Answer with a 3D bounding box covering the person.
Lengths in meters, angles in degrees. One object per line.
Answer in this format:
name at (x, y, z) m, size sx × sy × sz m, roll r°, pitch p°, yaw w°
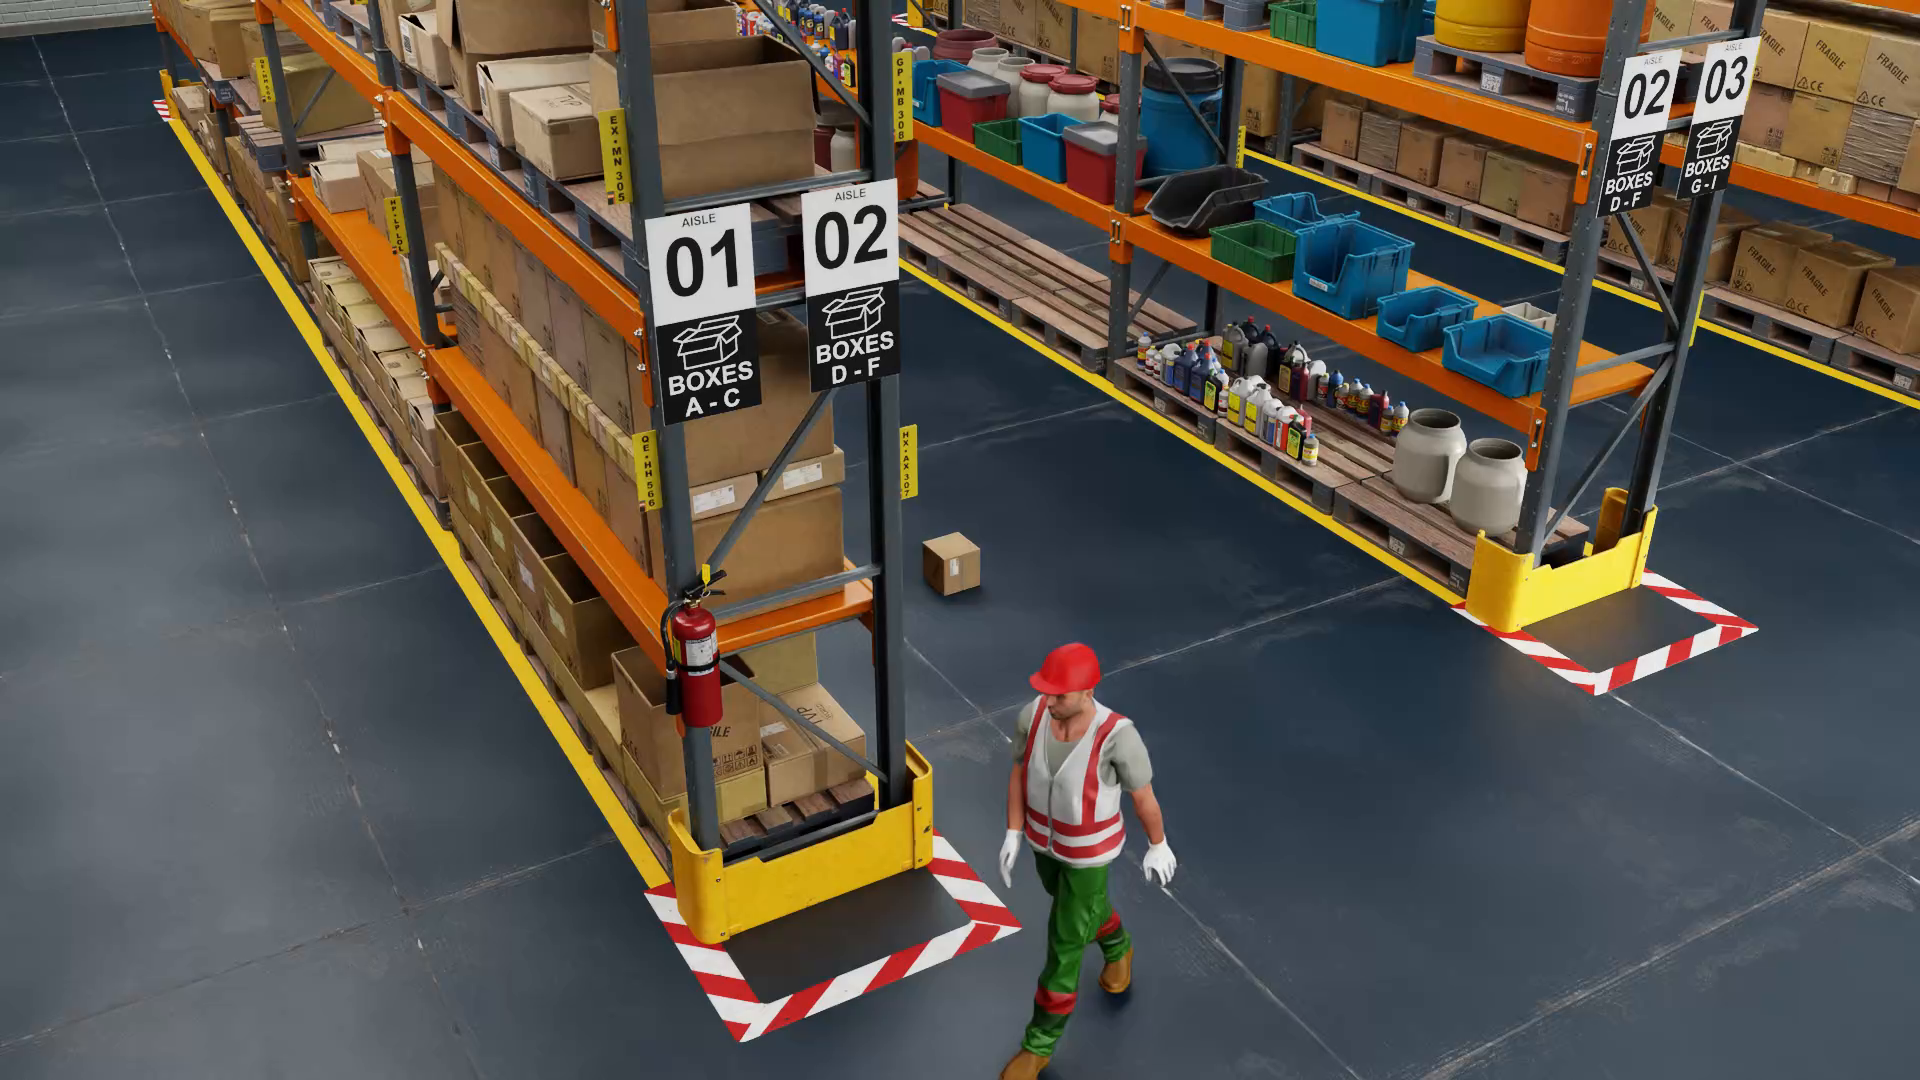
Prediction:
person at (0.416, 1.199, 6.353) m, size 0.636 × 1.736 × 0.980 m, roll 21°, pitch 35°, yaw 33°
